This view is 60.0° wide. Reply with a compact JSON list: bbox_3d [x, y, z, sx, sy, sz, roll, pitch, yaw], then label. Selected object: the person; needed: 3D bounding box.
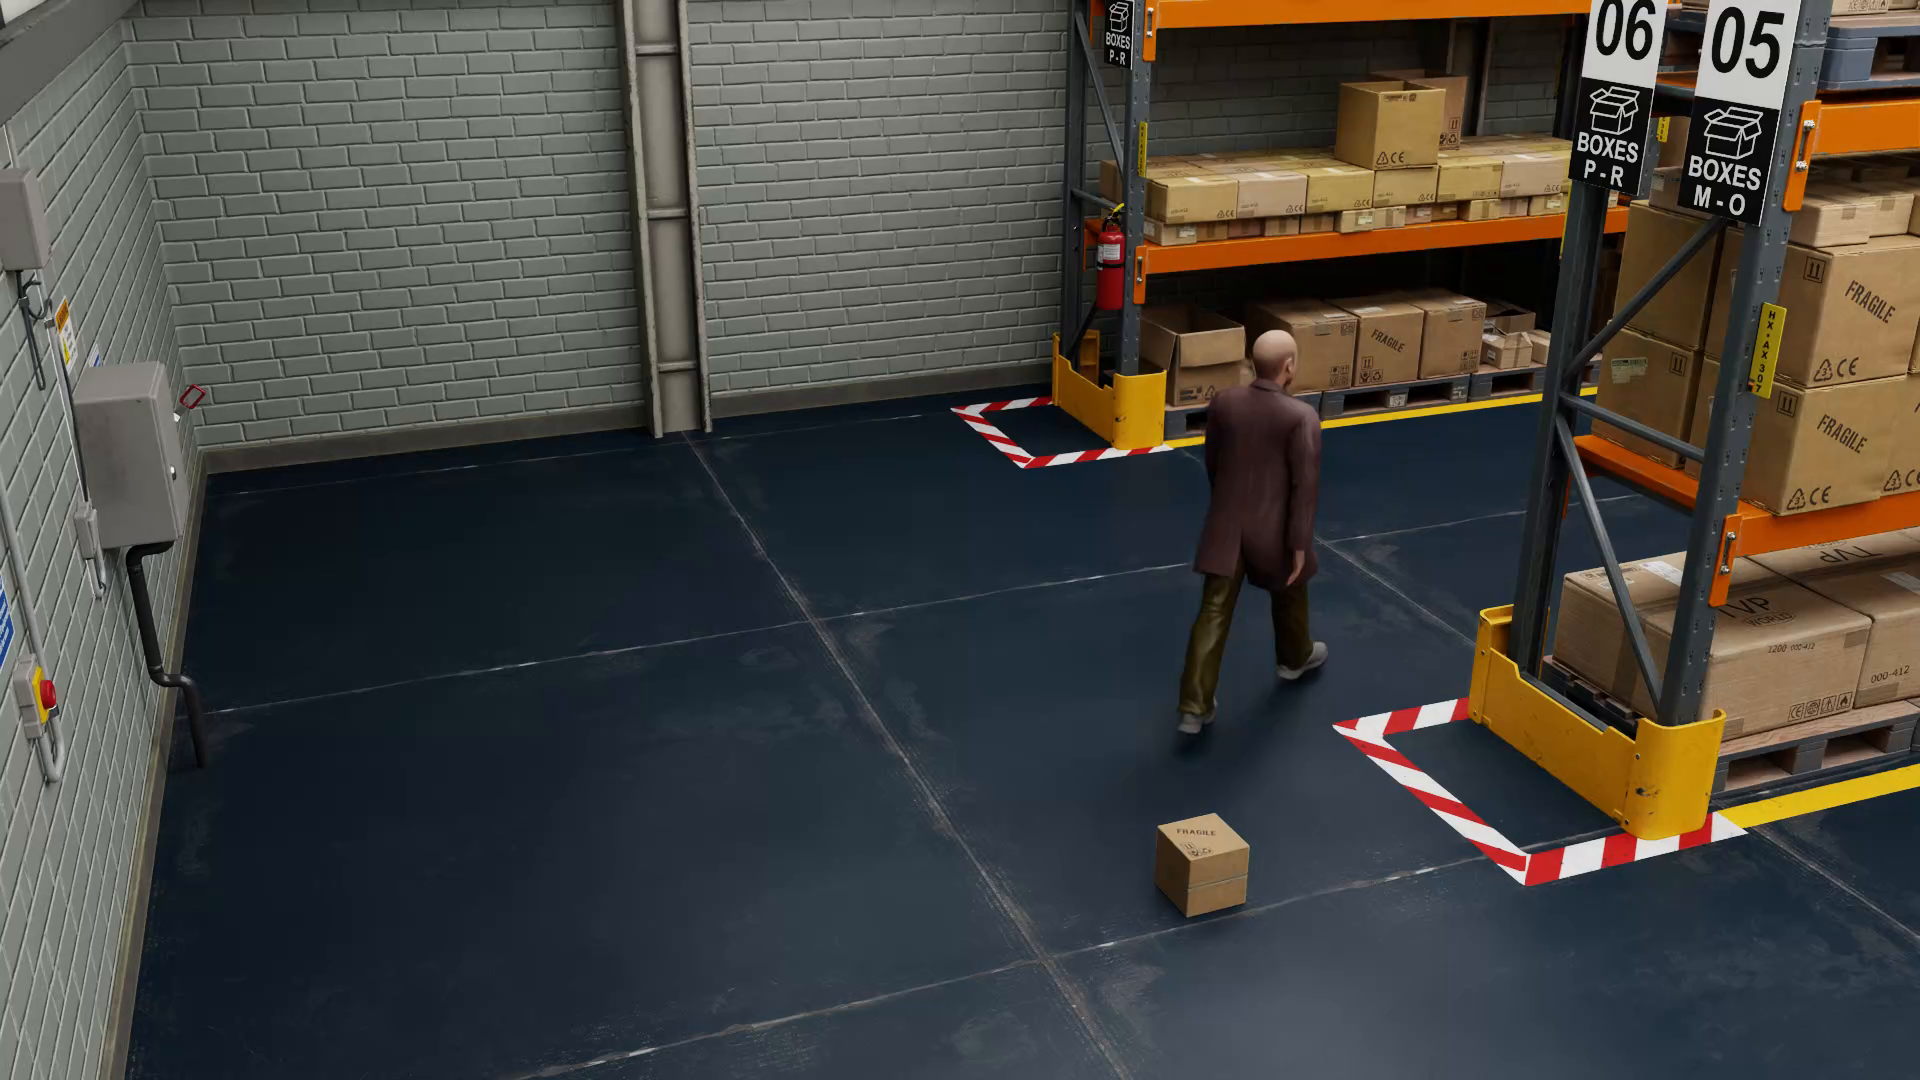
[{"bbox_3d":[1.313,-0.082,7.275,0.590,1.703,1.175,13,25,28],"label":"person"}]
